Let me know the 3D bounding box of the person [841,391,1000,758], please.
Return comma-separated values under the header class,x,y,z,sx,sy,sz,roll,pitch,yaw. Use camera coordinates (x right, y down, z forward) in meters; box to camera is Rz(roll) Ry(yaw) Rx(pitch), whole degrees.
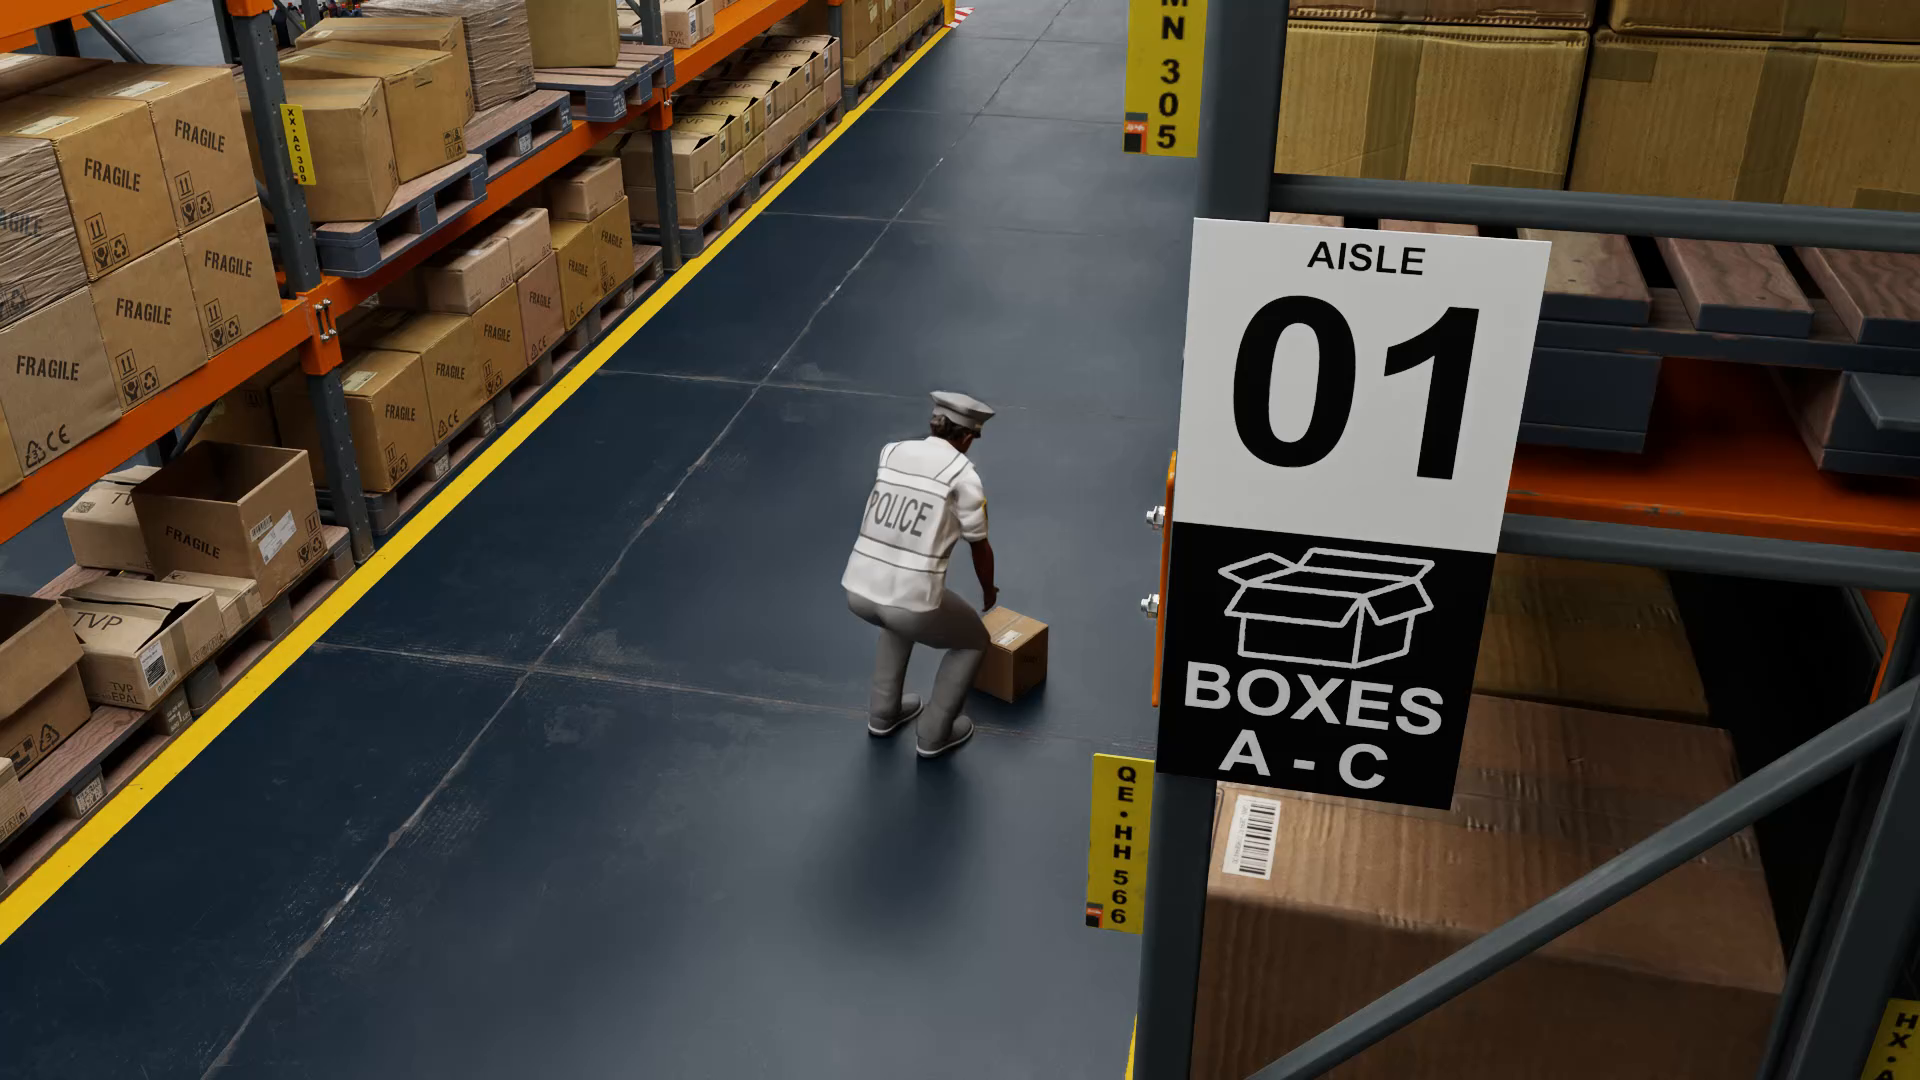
class,x,y,z,sx,sy,sz,roll,pitch,yaw
person,-0.141,0.127,6.247,0.496,1.331,0.741,20,35,32
